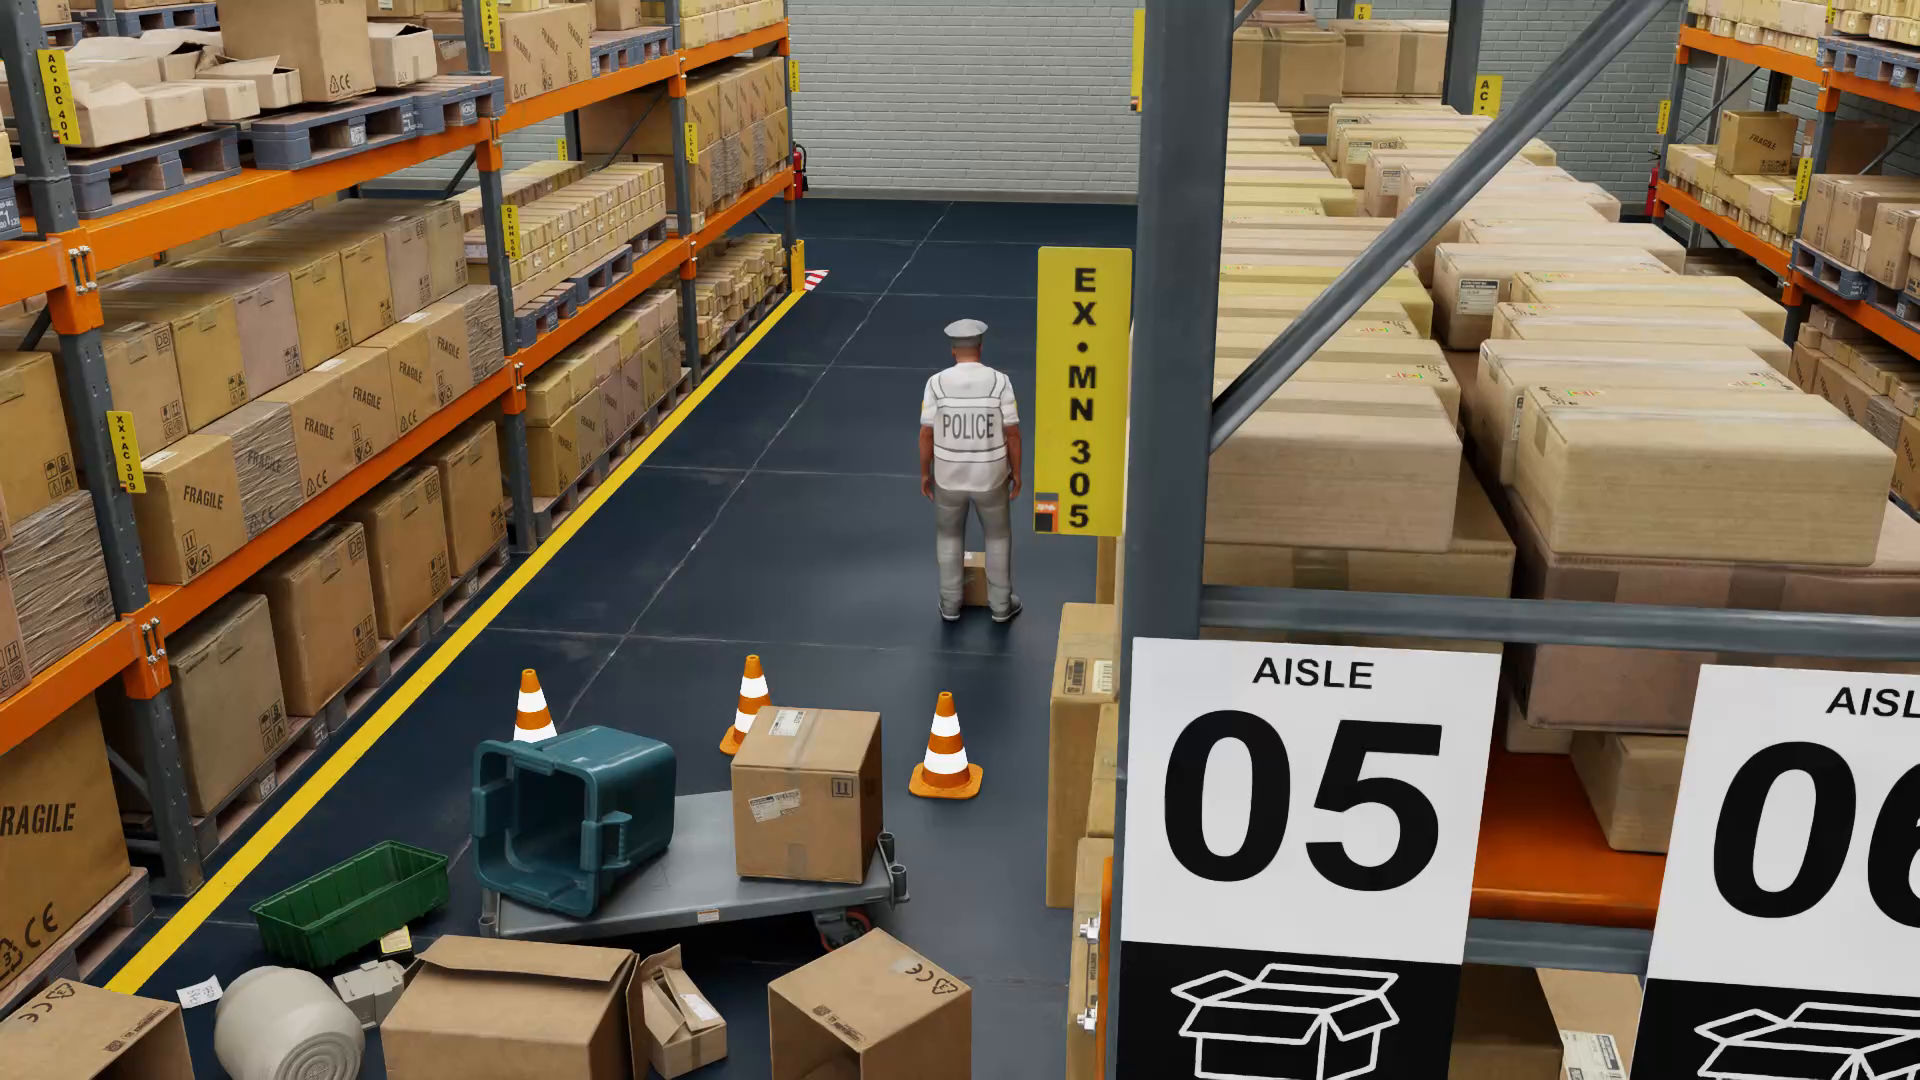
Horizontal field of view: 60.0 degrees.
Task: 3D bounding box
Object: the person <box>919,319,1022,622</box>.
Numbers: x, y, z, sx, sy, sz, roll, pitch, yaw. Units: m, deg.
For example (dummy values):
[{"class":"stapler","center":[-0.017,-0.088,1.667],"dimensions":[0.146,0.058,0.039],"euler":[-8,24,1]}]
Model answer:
[{"class":"person","center":[0.065,-0.367,9.528],"dimensions":[0.597,1.747,0.437],"euler":[1,21,3]}]
